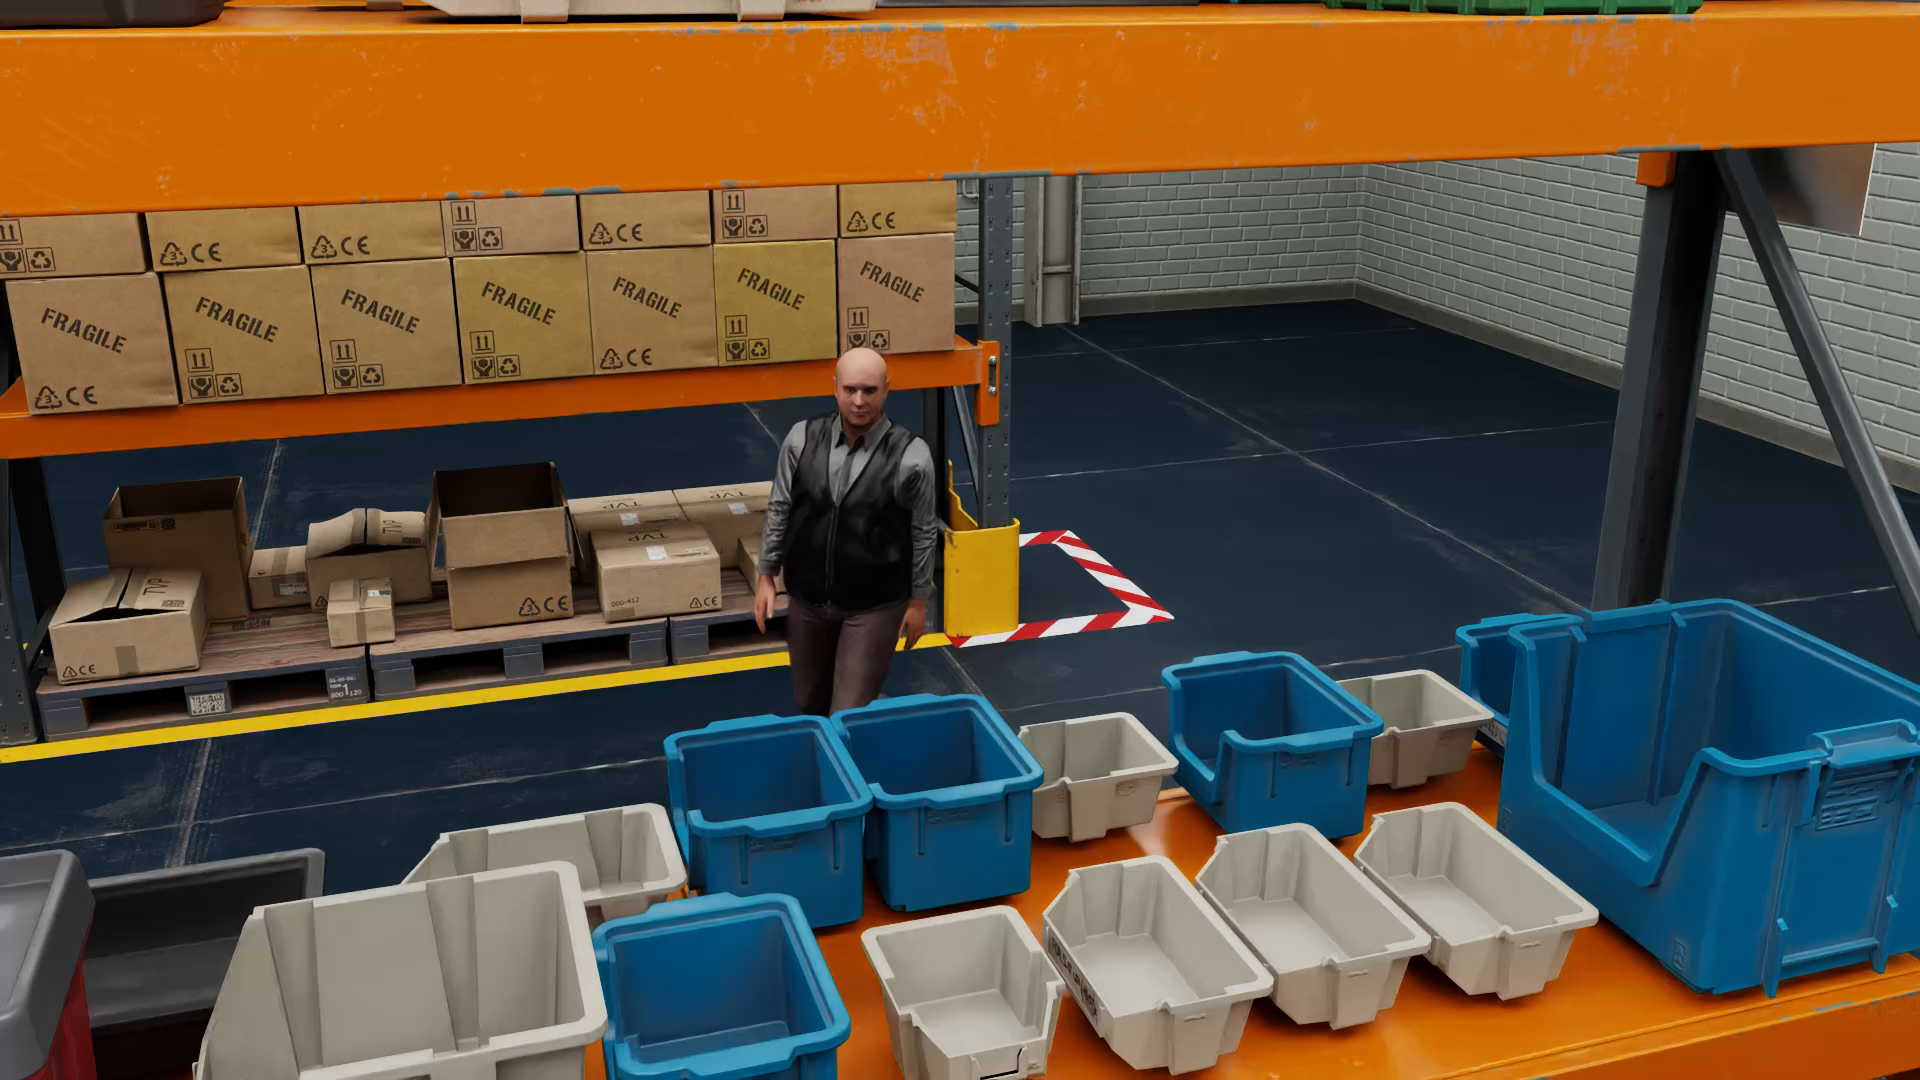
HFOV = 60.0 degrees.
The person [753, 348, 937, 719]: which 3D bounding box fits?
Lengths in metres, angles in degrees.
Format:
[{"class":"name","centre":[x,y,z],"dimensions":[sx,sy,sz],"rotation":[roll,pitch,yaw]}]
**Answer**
[{"class":"person","centre":[-0.370,0.182,5.581],"dimensions":[0.605,1.708,0.857],"rotation":[6,20,16]}]
